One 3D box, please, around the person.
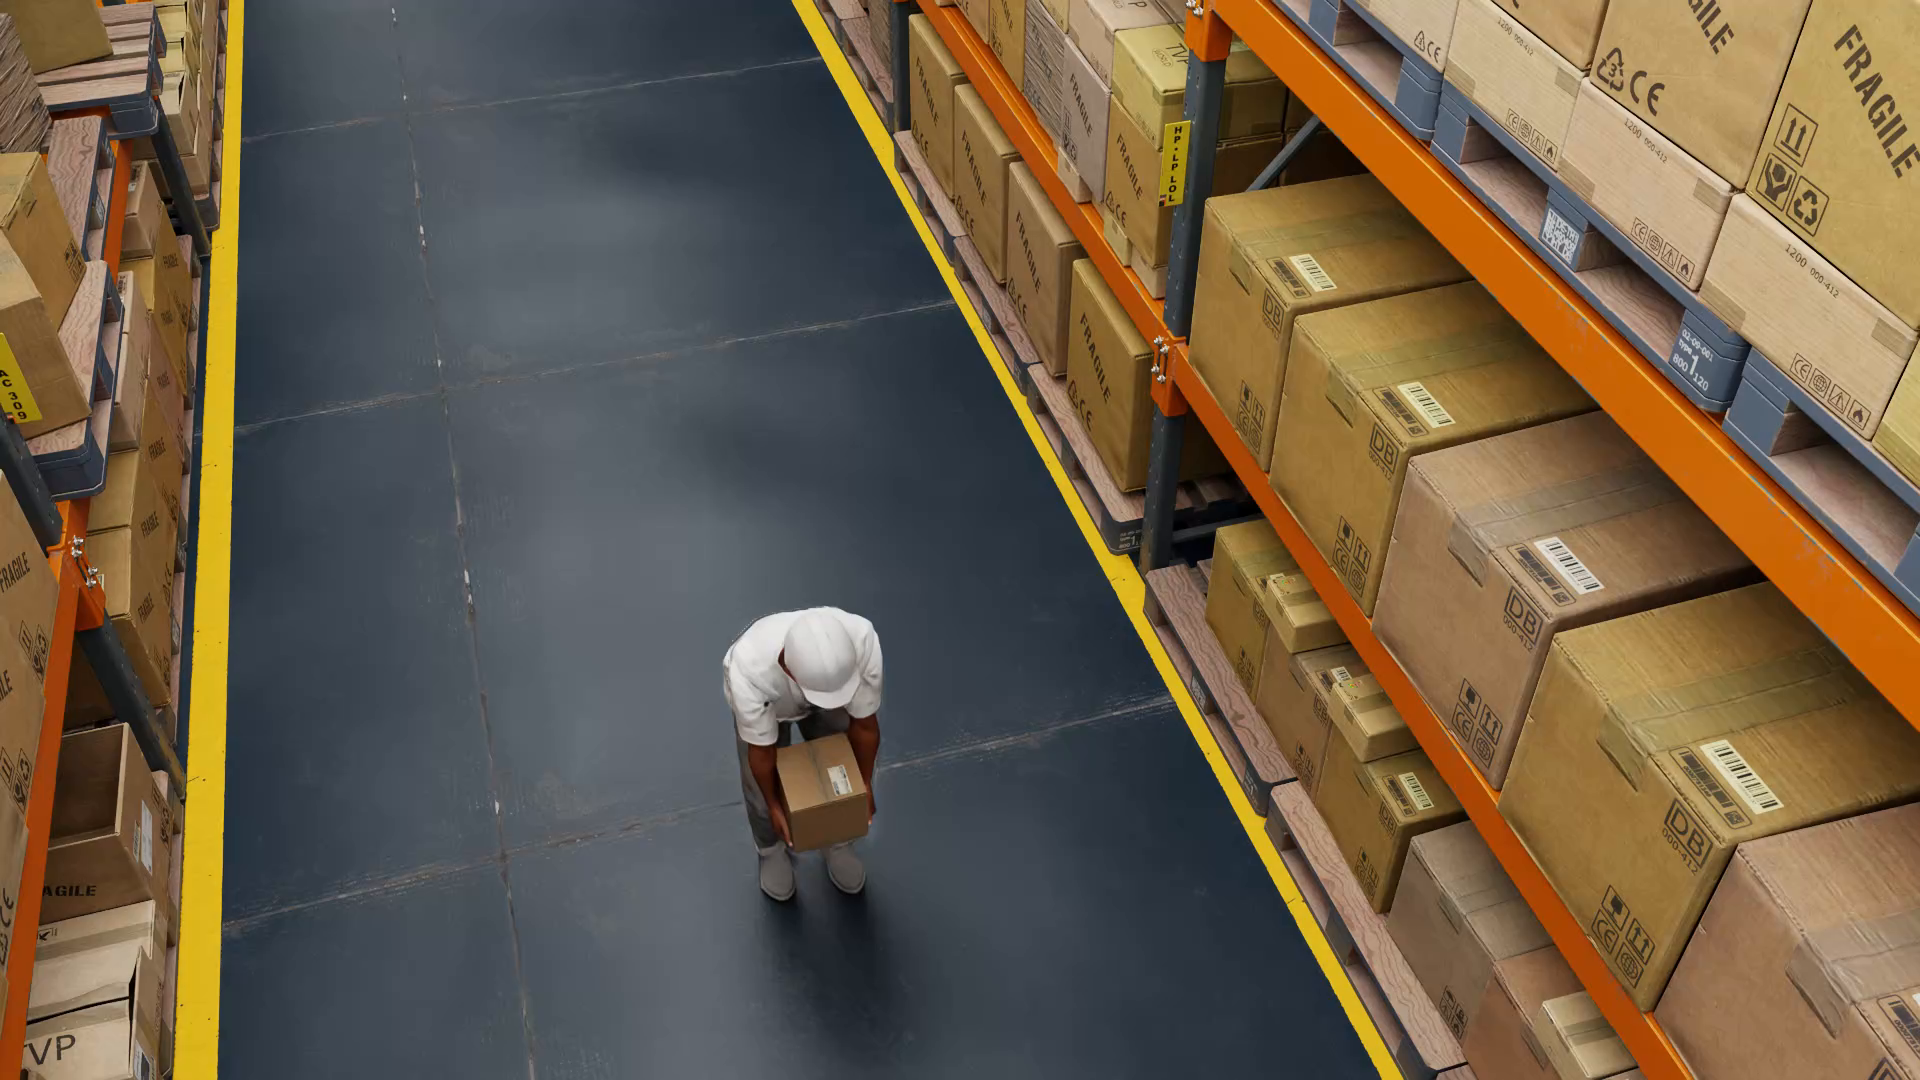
[{"bbox_3d":[-0.493,0.681,5.517,0.489,1.588,0.763,-13,44,-14],"label":"person"}]
